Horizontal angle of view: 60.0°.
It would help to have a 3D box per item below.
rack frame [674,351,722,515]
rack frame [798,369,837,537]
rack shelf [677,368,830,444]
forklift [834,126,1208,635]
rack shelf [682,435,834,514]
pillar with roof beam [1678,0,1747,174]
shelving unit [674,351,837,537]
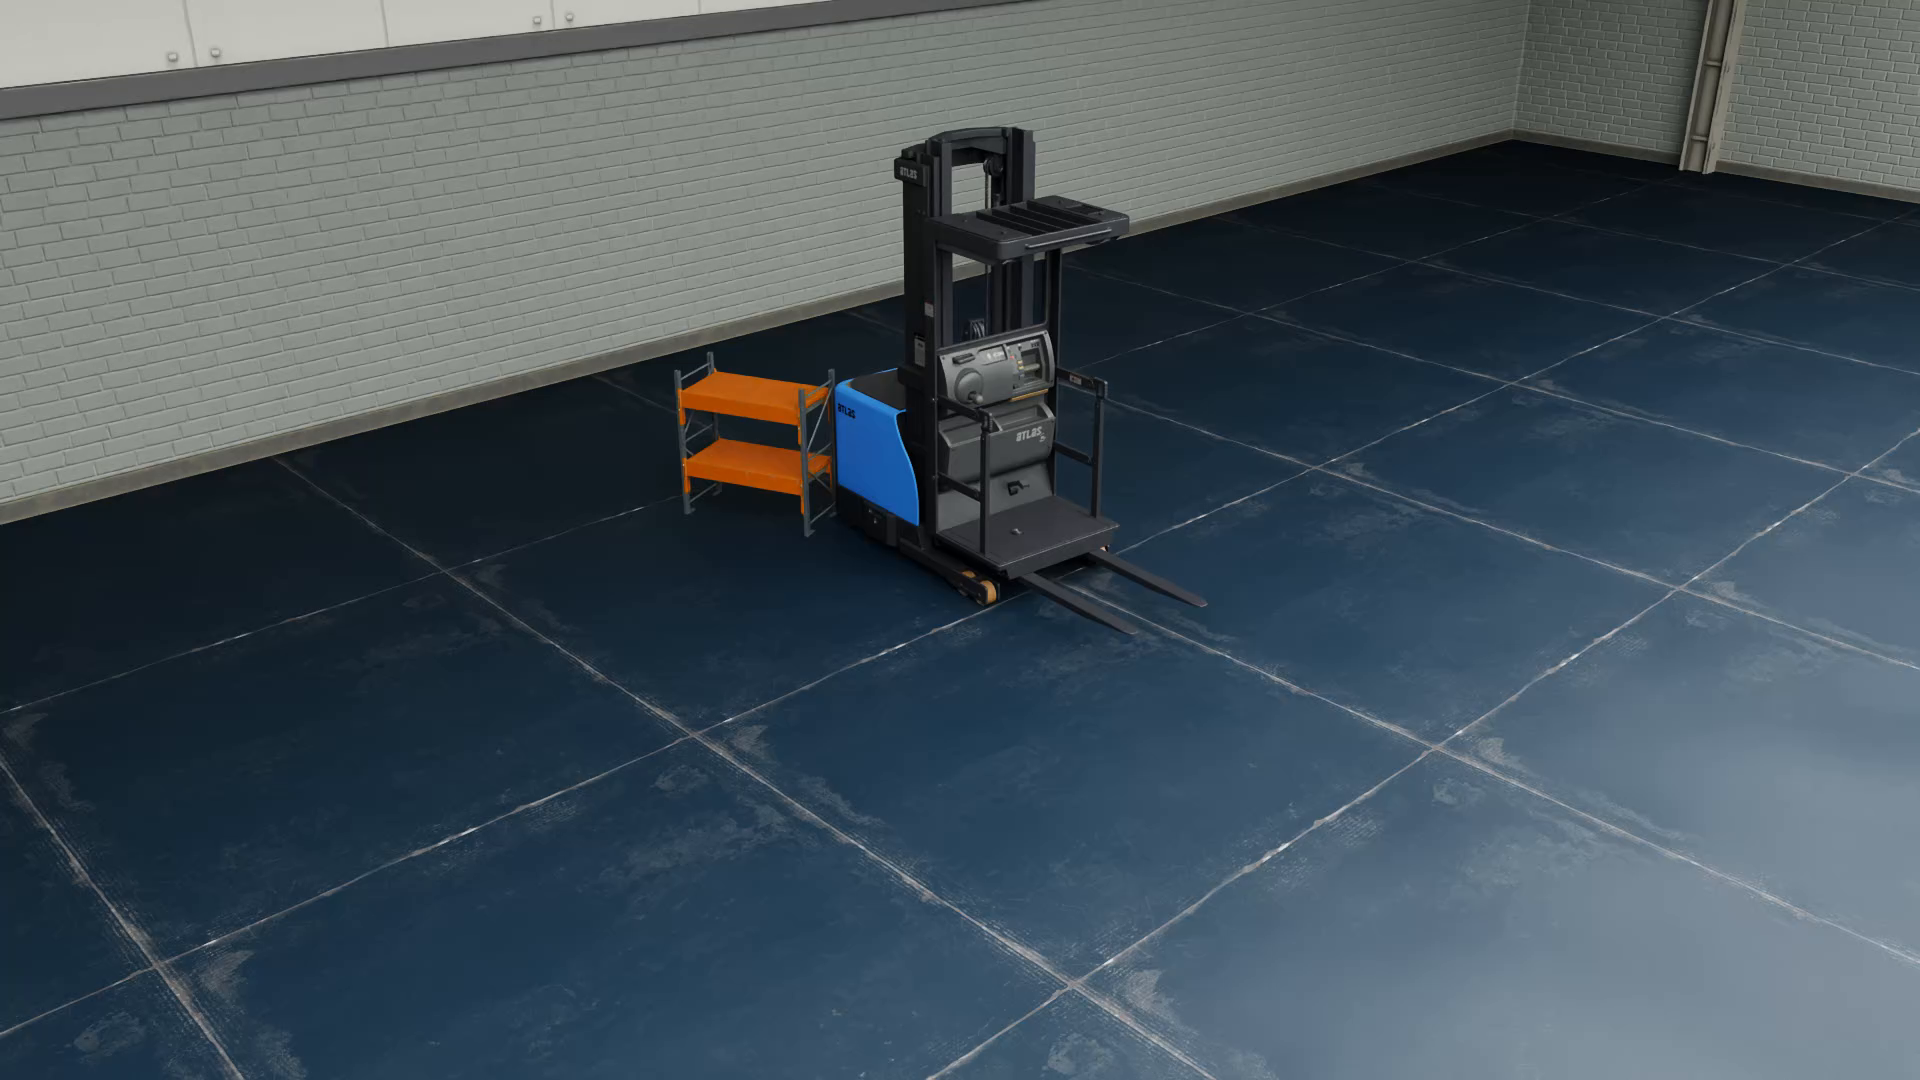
[{"bbox_3d":[-1.955,-0.800,12.445,0.032,1.125,0.500,10,26,21],"label":"rack frame"},{"bbox_3d":[-1.022,-0.633,12.080,0.032,1.125,0.500,10,26,21],"label":"rack frame"},{"bbox_3d":[-1.488,-0.983,12.141,1.000,0.278,0.538,10,26,21],"label":"rack shelf"},{"bbox_3d":[0.386,-1.129,10.991,1.130,2.935,3.031,-18,30,-34],"label":"forklift"},{"bbox_3d":[-1.488,-0.494,12.364,1.000,0.278,0.538,10,26,21],"label":"rack shelf"},{"bbox_3d":[7.272,-8.098,18.956,9.100,9.000,0.400,-21,32,-38],"label":"pillar with roof beam"},{"bbox_3d":[-1.488,-0.717,12.263,1.048,1.125,0.538,10,26,21],"label":"shelving unit"}]
